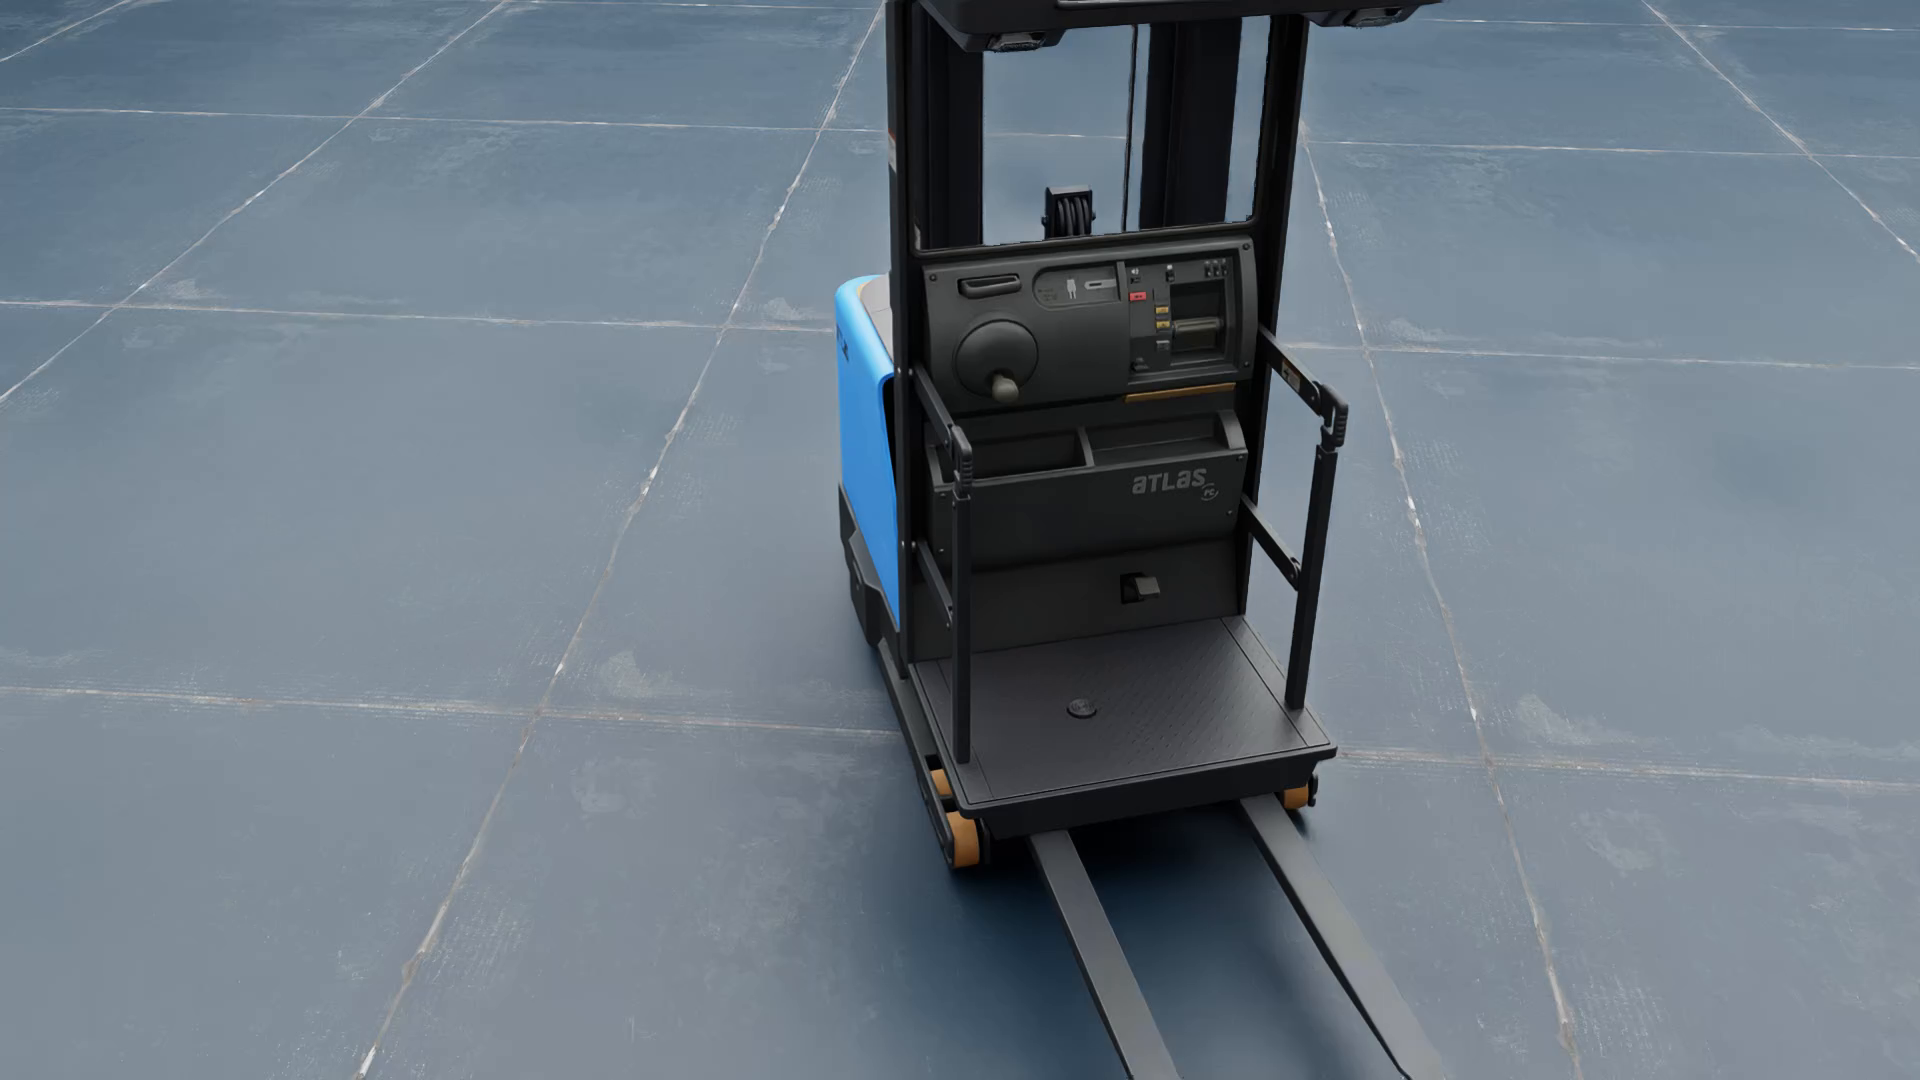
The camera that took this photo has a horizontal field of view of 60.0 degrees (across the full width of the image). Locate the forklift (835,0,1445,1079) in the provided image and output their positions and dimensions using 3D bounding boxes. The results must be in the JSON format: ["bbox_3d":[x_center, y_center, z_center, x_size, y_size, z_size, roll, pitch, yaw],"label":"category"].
[{"bbox_3d":[0.417,-0.539,4.330,1.130,2.935,3.031,-8,32,-12],"label":"forklift"}]
